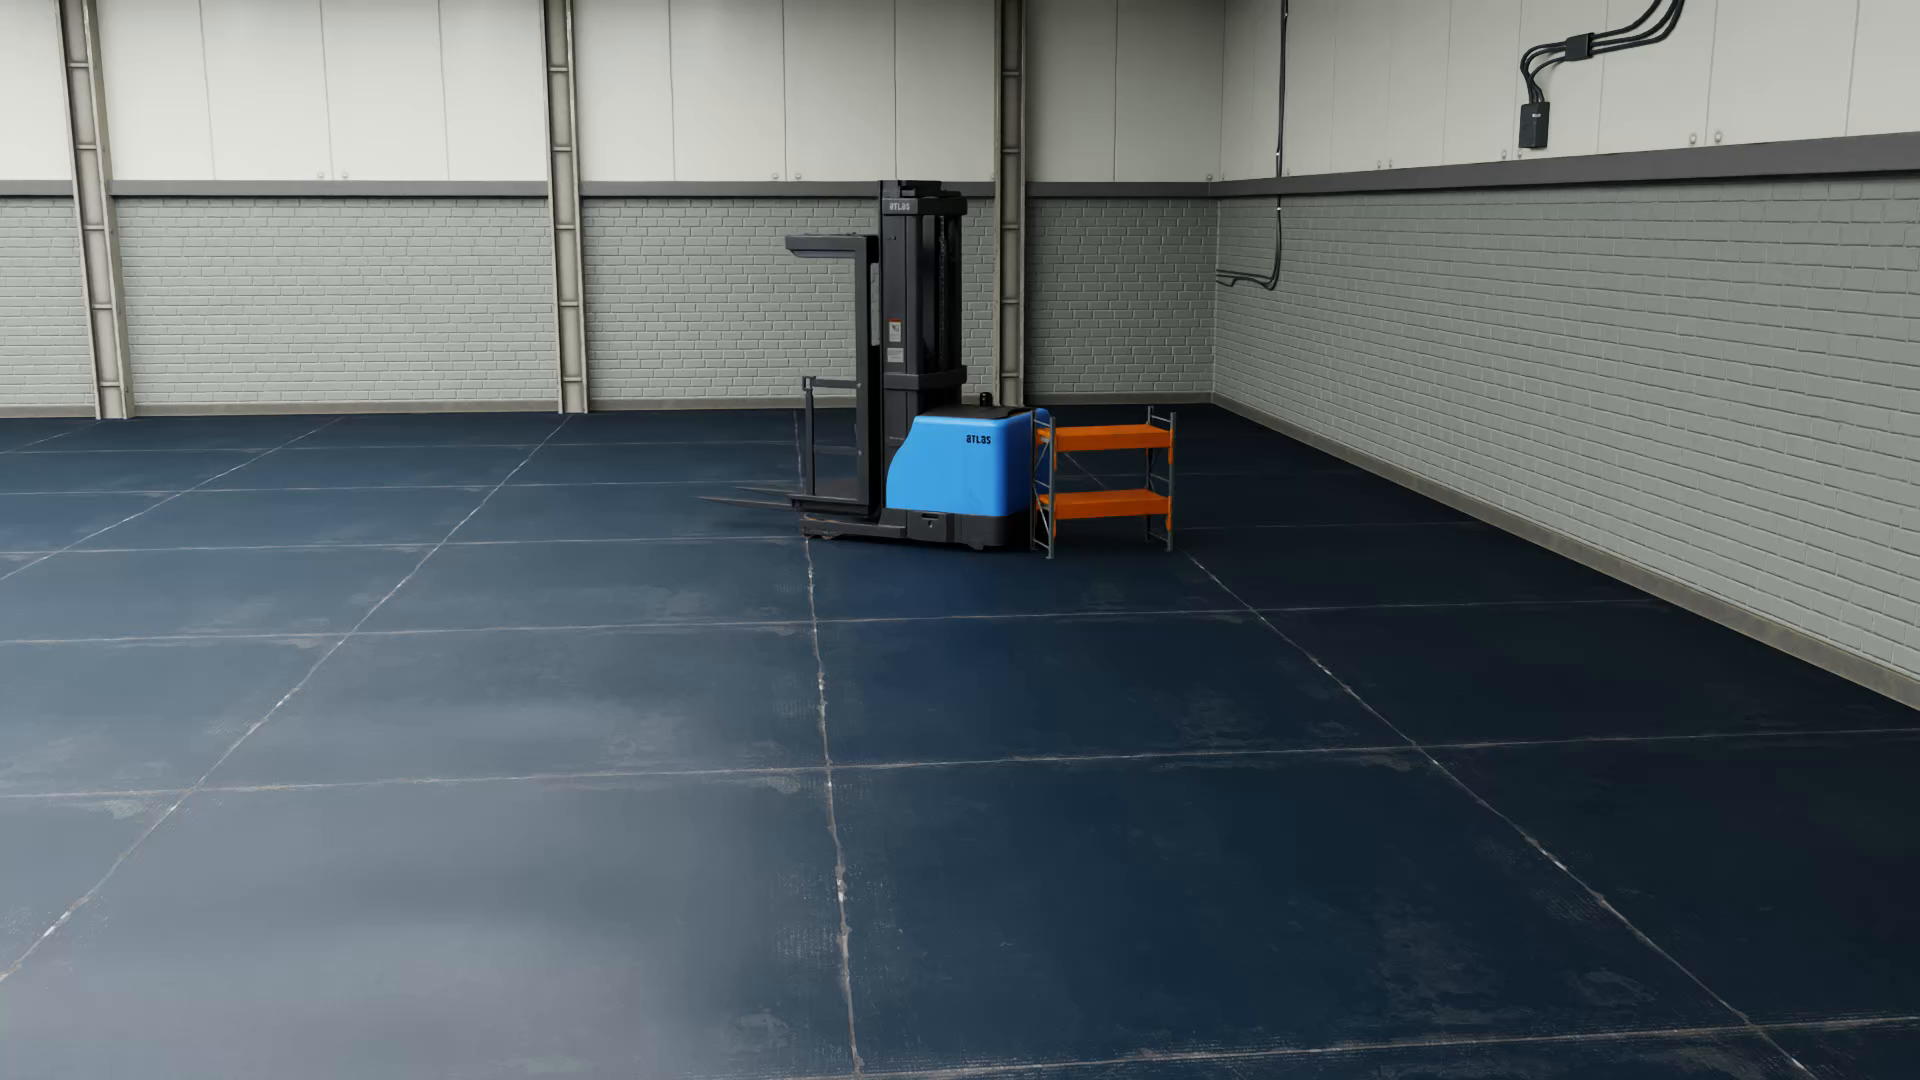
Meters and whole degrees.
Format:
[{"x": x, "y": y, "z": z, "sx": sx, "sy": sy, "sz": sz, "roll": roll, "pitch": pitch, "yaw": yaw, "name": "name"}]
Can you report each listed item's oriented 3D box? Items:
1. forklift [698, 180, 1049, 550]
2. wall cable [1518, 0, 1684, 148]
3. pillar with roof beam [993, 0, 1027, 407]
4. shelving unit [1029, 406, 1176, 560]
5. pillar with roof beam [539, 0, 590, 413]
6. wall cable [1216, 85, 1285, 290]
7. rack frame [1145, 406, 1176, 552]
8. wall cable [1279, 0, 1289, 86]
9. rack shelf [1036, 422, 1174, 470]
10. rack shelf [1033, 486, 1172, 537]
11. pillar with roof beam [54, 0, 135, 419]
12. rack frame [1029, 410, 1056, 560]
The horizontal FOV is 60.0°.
[{"x": -0.797, "y": -1.525, "z": 14.028, "sx": 3.031, "sy": 2.935, "sz": 1.130, "roll": 5, "pitch": 12, "yaw": 25, "name": "forklift"}, {"x": 4.760, "y": -5.953, "z": 12.004, "sx": 0.169, "sy": 6.003, "sz": 2.305, "roll": -1, "pitch": 11, "yaw": -6, "name": "wall cable"}, {"x": 1.144, "y": -5.472, "z": 18.372, "sx": 0.400, "sy": 9.000, "sz": 9.100, "roll": -1, "pitch": 11, "yaw": -6, "name": "pillar with roof beam"}, {"x": 1.140, "y": -0.472, "z": 13.354, "sx": 1.048, "sy": 1.125, "sz": 0.538, "roll": -3, "pitch": 12, "yaw": -17, "name": "shelving unit"}, {"x": -4.821, "y": -5.347, "z": 17.737, "sx": 0.400, "sy": 9.000, "sz": 9.100, "roll": -1, "pitch": 11, "yaw": -6, "name": "pillar with roof beam"}, {"x": 3.751, "y": -4.581, "z": 21.894, "sx": 0.112, "sy": 2.526, "sz": 3.097, "roll": -1, "pitch": 11, "yaw": -6, "name": "wall cable"}, {"x": 1.627, "y": -0.501, "z": 13.499, "sx": 0.032, "sy": 1.125, "sz": 0.500, "roll": -3, "pitch": 12, "yaw": -17, "name": "rack frame"}, {"x": 4.043, "y": -6.541, "z": 18.767, "sx": 0.112, "sy": 2.526, "sz": 3.097, "roll": -1, "pitch": 11, "yaw": -6, "name": "wall cable"}, {"x": 1.140, "y": -0.759, "z": 13.298, "sx": 1.000, "sy": 0.278, "sz": 0.538, "roll": -3, "pitch": 12, "yaw": -17, "name": "rack shelf"}, {"x": 1.140, "y": -0.232, "z": 13.401, "sx": 1.000, "sy": 0.278, "sz": 0.538, "roll": -3, "pitch": 12, "yaw": -17, "name": "rack shelf"}, {"x": -10.786, "y": -5.222, "z": 17.101, "sx": 0.400, "sy": 9.000, "sz": 9.100, "roll": -1, "pitch": 11, "yaw": -6, "name": "pillar with roof beam"}, {"x": 0.654, "y": -0.444, "z": 13.209, "sx": 0.032, "sy": 1.125, "sz": 0.500, "roll": -3, "pitch": 12, "yaw": -17, "name": "rack frame"}]
